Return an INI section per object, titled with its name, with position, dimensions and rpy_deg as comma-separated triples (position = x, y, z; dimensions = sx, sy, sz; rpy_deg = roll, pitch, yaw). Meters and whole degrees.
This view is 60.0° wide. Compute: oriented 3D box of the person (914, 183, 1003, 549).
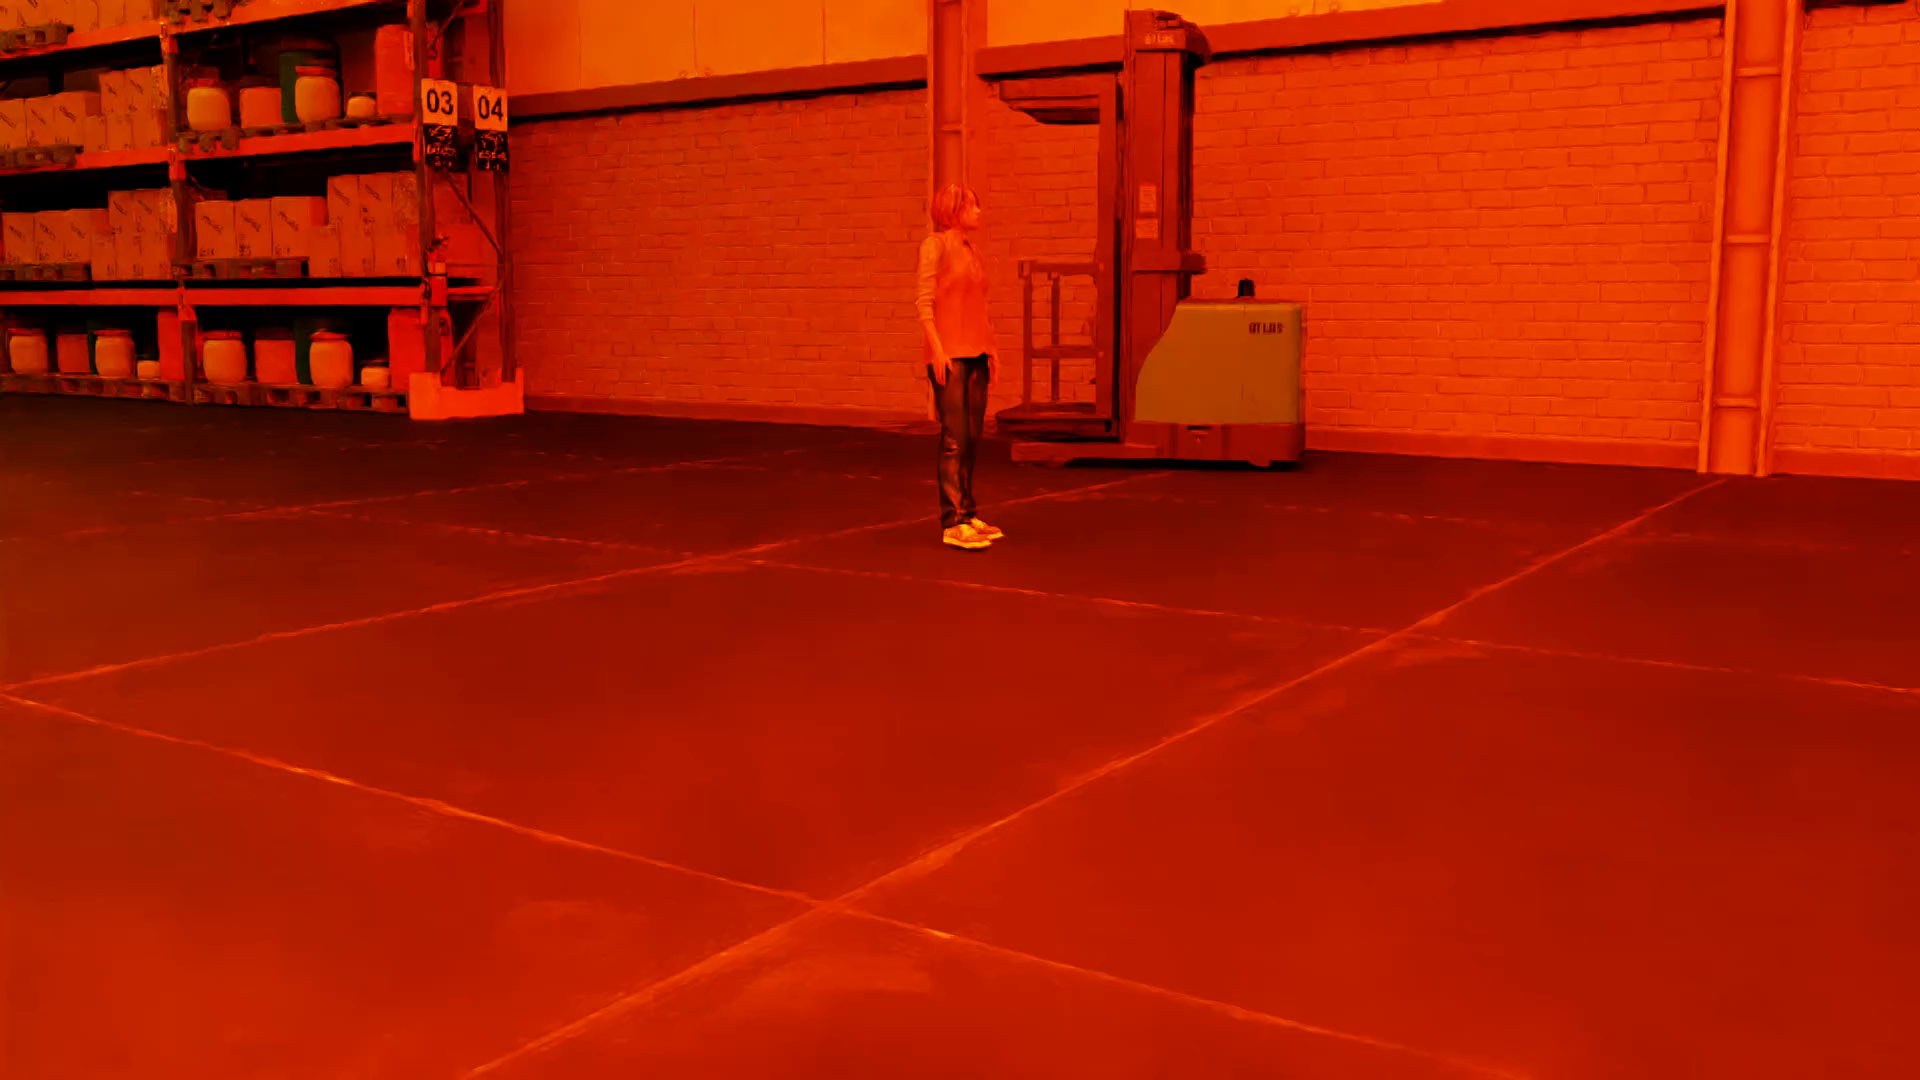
[person]
position = 0.057, -0.790, 7.436
dimensions = 0.467, 1.597, 0.520
rpy_deg = 5, 10, 34

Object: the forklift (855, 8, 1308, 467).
[forklift]
position = 0.821, -2.003, 11.281
dimensions = 3.031, 2.935, 1.130
rpy_deg = 2, 8, 14
